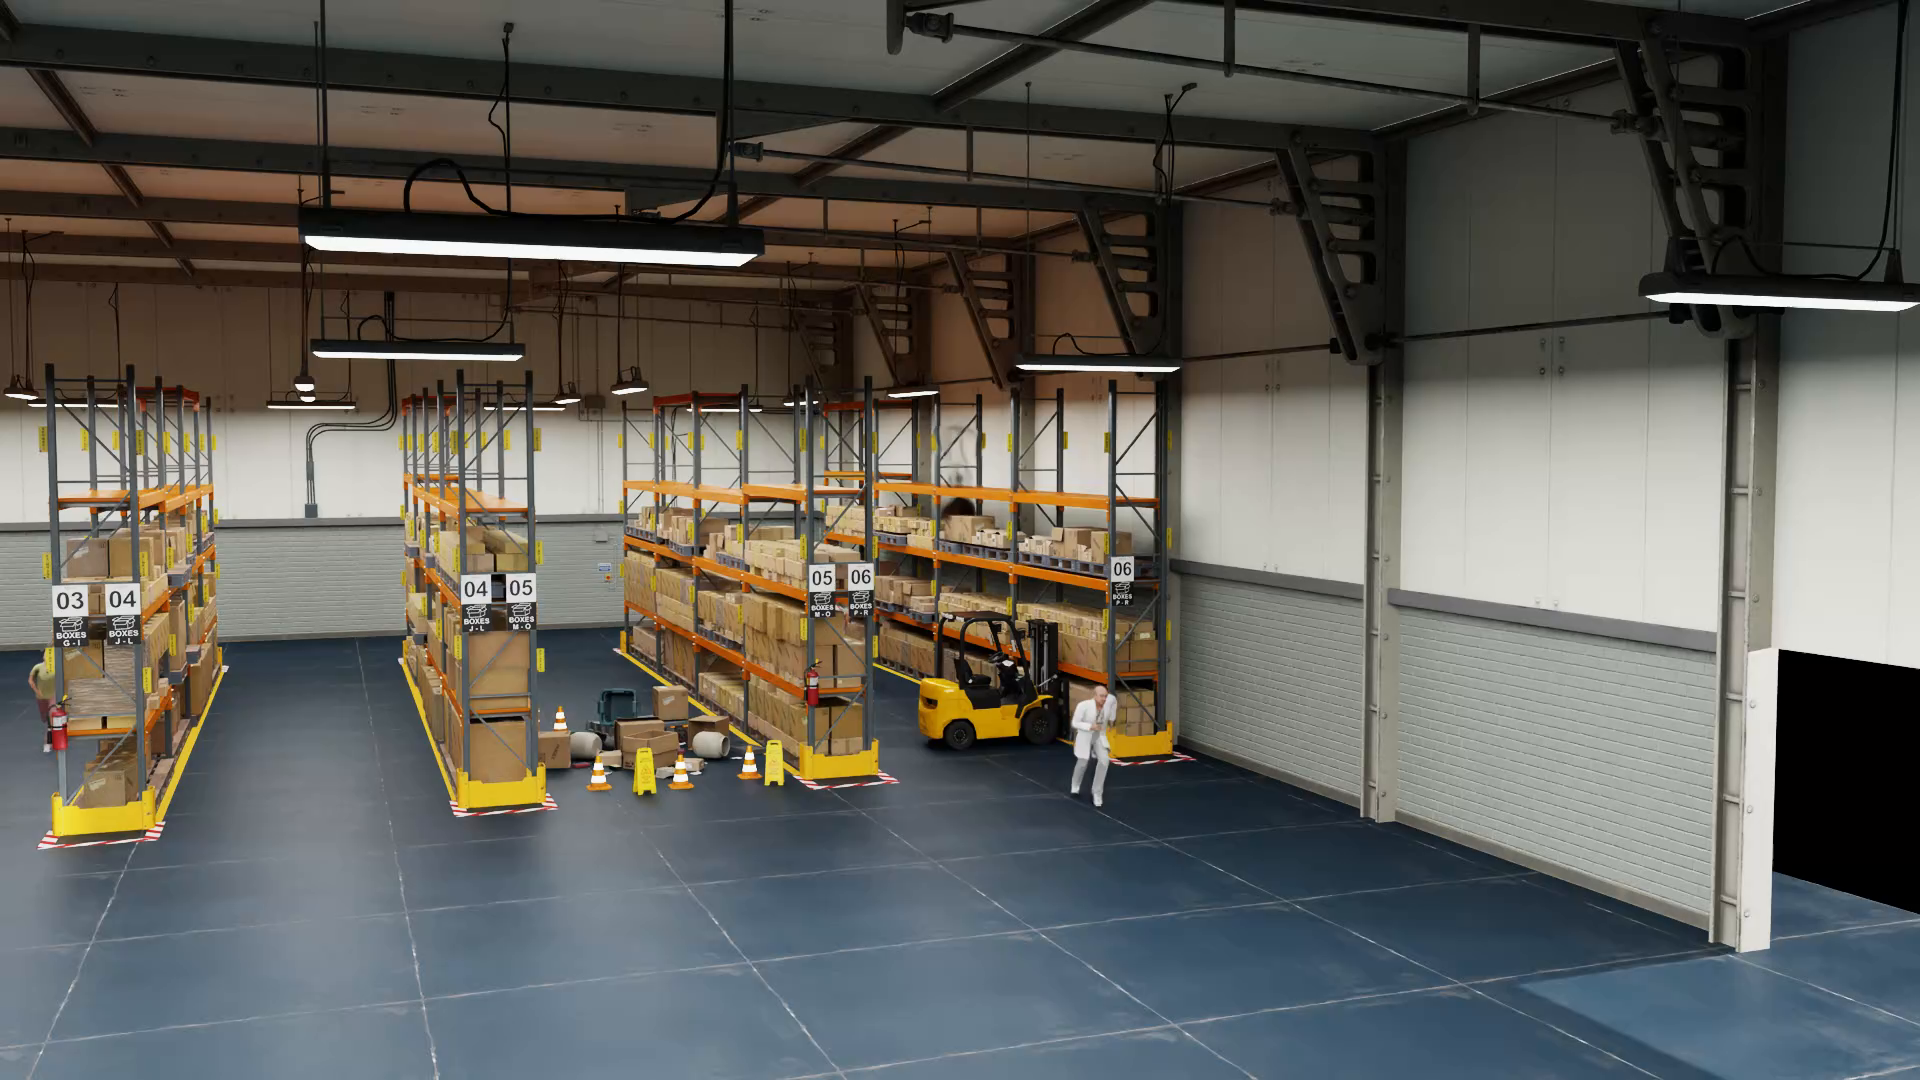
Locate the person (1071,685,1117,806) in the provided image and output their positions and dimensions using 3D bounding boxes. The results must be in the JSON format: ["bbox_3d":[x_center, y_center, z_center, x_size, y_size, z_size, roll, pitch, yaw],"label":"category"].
[{"bbox_3d":[1.833,2.840,23.186,0.752,1.729,1.072,-1,4,-19],"label":"person"}]

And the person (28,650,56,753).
[{"bbox_3d":[-14.930,2.608,27.278,0.579,1.641,1.060,-1,4,-22],"label":"person"}]

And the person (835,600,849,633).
[{"bbox_3d":[-2.709,2.050,35.507,0.659,1.775,1.139,-2,4,-26],"label":"person"}]
